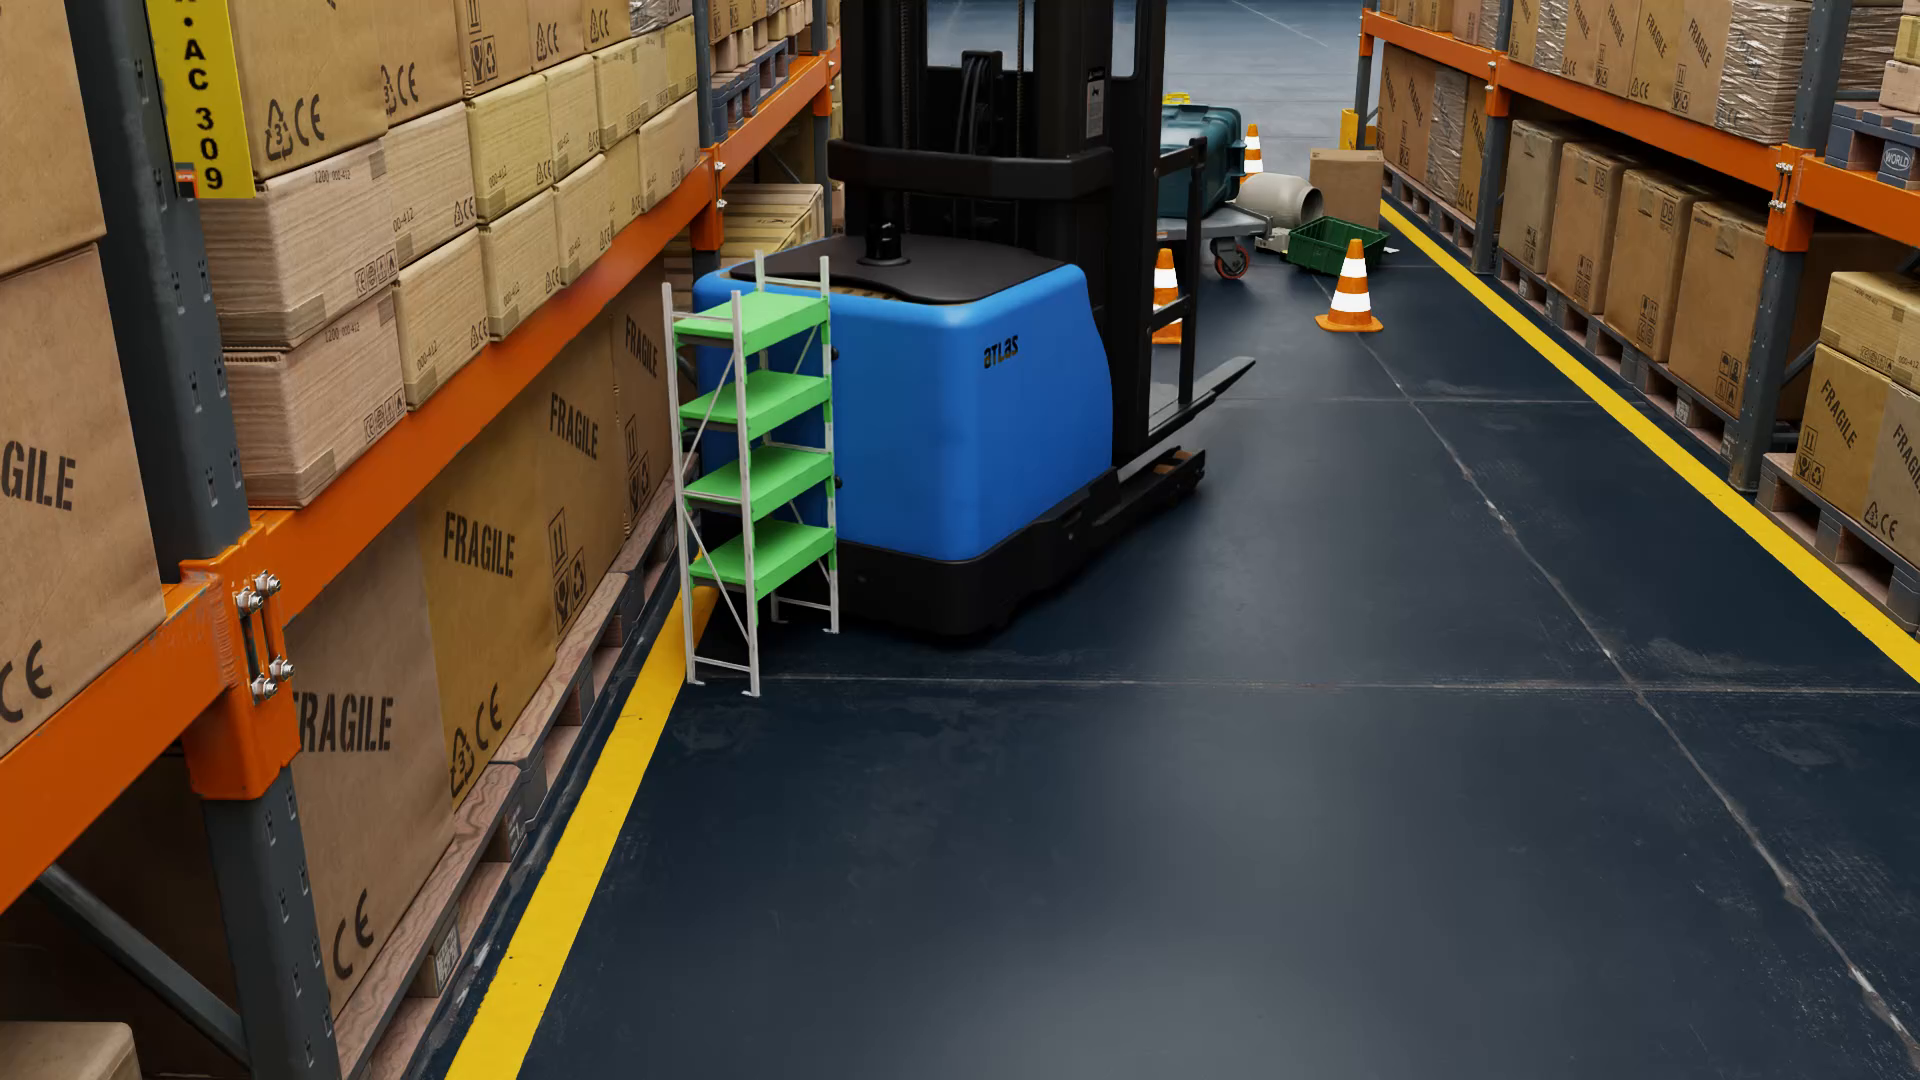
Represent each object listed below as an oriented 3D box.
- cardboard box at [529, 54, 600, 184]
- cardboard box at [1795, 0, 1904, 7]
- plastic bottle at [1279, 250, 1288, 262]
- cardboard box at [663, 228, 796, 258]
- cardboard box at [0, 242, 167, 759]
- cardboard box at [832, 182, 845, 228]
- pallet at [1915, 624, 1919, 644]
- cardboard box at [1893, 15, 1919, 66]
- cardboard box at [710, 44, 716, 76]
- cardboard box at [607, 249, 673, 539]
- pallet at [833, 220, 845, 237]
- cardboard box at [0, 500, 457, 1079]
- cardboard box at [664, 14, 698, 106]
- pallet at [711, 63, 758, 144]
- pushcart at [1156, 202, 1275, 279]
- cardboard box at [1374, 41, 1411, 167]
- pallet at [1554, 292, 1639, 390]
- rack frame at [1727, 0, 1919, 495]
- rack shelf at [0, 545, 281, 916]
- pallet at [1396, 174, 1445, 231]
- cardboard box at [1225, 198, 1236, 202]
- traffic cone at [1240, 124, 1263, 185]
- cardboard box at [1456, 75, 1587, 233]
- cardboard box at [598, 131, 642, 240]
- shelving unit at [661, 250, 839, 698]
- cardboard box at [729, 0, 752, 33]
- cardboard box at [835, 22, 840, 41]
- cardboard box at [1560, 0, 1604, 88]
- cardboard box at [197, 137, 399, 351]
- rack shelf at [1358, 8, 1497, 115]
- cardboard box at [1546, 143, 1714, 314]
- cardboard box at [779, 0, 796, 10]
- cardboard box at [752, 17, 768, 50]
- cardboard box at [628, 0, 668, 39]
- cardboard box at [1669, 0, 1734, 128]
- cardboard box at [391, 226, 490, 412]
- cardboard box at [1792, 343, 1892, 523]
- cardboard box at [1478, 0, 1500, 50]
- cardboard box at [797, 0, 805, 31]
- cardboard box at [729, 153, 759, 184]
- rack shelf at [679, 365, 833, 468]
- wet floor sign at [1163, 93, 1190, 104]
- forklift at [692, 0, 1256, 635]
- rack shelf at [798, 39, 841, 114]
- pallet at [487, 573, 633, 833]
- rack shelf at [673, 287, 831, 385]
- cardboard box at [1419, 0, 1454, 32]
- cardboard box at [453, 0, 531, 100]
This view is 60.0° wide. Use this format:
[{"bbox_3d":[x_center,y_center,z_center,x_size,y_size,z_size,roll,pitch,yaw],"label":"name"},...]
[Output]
[{"bbox_3d":[-1.190,-1.039,4.075,0.500,0.250,0.500,0,21,0],"label":"cardboard box"},{"bbox_3d":[3.567,-2.269,6.209,0.700,0.500,0.500,1,21,1],"label":"cardboard box"},{"bbox_3d":[2.165,-1.787,10.549,0.133,0.061,0.283,-11,24,-26],"label":"plastic bottle"},{"bbox_3d":[-1.337,-1.328,8.356,0.950,0.372,0.625,1,21,3],"label":"cardboard box"},{"bbox_3d":[-1.287,-0.042,1.852,0.500,0.500,0.500,1,21,2],"label":"cardboard box"},{"bbox_3d":[-0.998,-2.182,10.727,0.500,0.250,0.500,0,21,-1],"label":"cardboard box"},{"bbox_3d":[3.479,0.429,4.633,1.003,0.211,1.213,1,21,2],"label":"pallet"},{"bbox_3d":[3.328,-1.639,5.461,0.380,0.149,0.250,2,21,4],"label":"cardboard box"},{"bbox_3d":[-1.169,-1.908,6.566,0.380,0.149,0.250,-1,21,-2],"label":"cardboard box"},{"bbox_3d":[-1.511,-0.568,5.704,0.875,0.875,0.875,0,21,1],"label":"cardboard box"},{"bbox_3d":[-1.300,-2.001,10.895,1.003,0.211,1.213,1,21,2],"label":"pallet"},{"bbox_3d":[-1.590,0.404,3.197,0.875,0.875,0.875,1,21,3],"label":"cardboard box"},{"bbox_3d":[-1.168,-1.597,5.515,0.500,0.250,0.500,1,21,1],"label":"cardboard box"},{"bbox_3d":[-1.492,-1.781,6.738,1.213,0.211,1.003,1,21,2],"label":"pallet"},{"bbox_3d":[0.995,-1.829,10.220,1.648,0.377,0.936,-7,22,-17],"label":"pushcart"},{"bbox_3d":[3.833,-3.446,13.120,0.875,0.875,0.875,1,21,2],"label":"cardboard box"},{"bbox_3d":[3.683,-1.018,8.361,1.003,0.211,1.213,1,21,2],"label":"pallet"},{"bbox_3d":[3.544,-1.594,5.990,1.000,3.000,0.127,1,21,2],"label":"rack frame"},{"bbox_3d":[-1.590,0.893,0.576,1.077,0.370,4.000,1,21,2],"label":"rack shelf"},{"bbox_3d":[3.801,-2.457,12.068,1.003,0.211,1.213,1,21,2],"label":"pallet"},{"bbox_3d":[1.877,-2.407,11.866,0.396,0.266,0.258,4,22,11],"label":"cardboard box"},{"bbox_3d":[2.352,-3.127,13.449,0.336,0.463,0.334,1,21,2],"label":"traffic cone"},{"bbox_3d":[3.755,-2.472,10.610,0.875,0.875,0.875,1,21,2],"label":"cardboard box"},{"bbox_3d":[-1.194,-0.989,4.640,0.500,0.250,0.500,0,21,1],"label":"cardboard box"},{"bbox_3d":[-0.596,-0.200,4.885,0.258,1.200,0.503,9,23,23],"label":"shelving unit"},{"bbox_3d":[-1.153,-2.342,6.787,0.500,0.500,0.500,2,21,4],"label":"cardboard box"},{"bbox_3d":[-0.979,-3.329,10.809,0.380,0.149,0.250,1,21,3],"label":"cardboard box"},{"bbox_3d":[3.348,-2.536,8.281,0.500,0.500,0.500,1,21,1],"label":"cardboard box"},{"bbox_3d":[-1.233,-0.485,2.648,0.500,0.250,0.500,0,21,0],"label":"cardboard box"},{"bbox_3d":[3.726,-3.428,11.712,1.077,0.370,4.000,1,21,2],"label":"rack shelf"},{"bbox_3d":[3.703,-1.613,8.569,1.050,0.750,0.750,1,21,2],"label":"cardboard box"},{"bbox_3d":[-1.106,-2.904,8.236,0.500,0.500,0.500,1,21,3],"label":"cardboard box"},{"bbox_3d":[-1.114,-2.390,7.808,0.380,0.149,0.250,1,21,3],"label":"cardboard box"},{"bbox_3d":[-1.169,-1.749,4.870,0.500,0.500,0.500,1,21,3],"label":"cardboard box"},{"bbox_3d":[3.306,-1.987,6.864,0.500,0.500,0.500,1,21,2],"label":"cardboard box"},{"bbox_3d":[-1.237,-0.439,3.221,0.500,0.250,0.500,0,21,0],"label":"cardboard box"},{"bbox_3d":[3.267,-0.371,5.715,0.500,0.500,0.500,0,21,-1],"label":"cardboard box"},{"bbox_3d":[3.665,-3.244,10.035,0.875,0.550,0.550,1,21,2],"label":"cardboard box"},{"bbox_3d":[-1.023,-2.759,8.760,0.380,0.149,0.250,0,21,1],"label":"cardboard box"},{"bbox_3d":[-1.536,-2.539,10.609,0.500,0.500,0.500,0,21,1],"label":"cardboard box"},{"bbox_3d":[-0.596,-0.364,4.822,0.258,0.148,0.480,9,23,23],"label":"rack shelf"},{"bbox_3d":[1.809,-3.421,13.954,0.267,0.644,0.232,-3,21,-8],"label":"wet floor sign"},{"bbox_3d":[0.306,-1.564,6.007,1.130,2.935,3.031,11,24,27],"label":"forklift"},{"bbox_3d":[-1.225,-3.446,11.758,1.077,0.370,4.000,1,21,2],"label":"rack shelf"},{"bbox_3d":[-1.546,0.412,4.674,1.003,0.211,1.213,1,21,2],"label":"pallet"},{"bbox_3d":[-0.595,-0.588,4.735,0.258,0.148,0.480,9,23,23],"label":"rack shelf"},{"bbox_3d":[3.709,-3.829,11.544,0.875,0.550,0.500,1,21,2],"label":"cardboard box"},{"bbox_3d":[-1.222,-1.200,3.454,0.500,0.500,0.500,0,21,0],"label":"cardboard box"}]
